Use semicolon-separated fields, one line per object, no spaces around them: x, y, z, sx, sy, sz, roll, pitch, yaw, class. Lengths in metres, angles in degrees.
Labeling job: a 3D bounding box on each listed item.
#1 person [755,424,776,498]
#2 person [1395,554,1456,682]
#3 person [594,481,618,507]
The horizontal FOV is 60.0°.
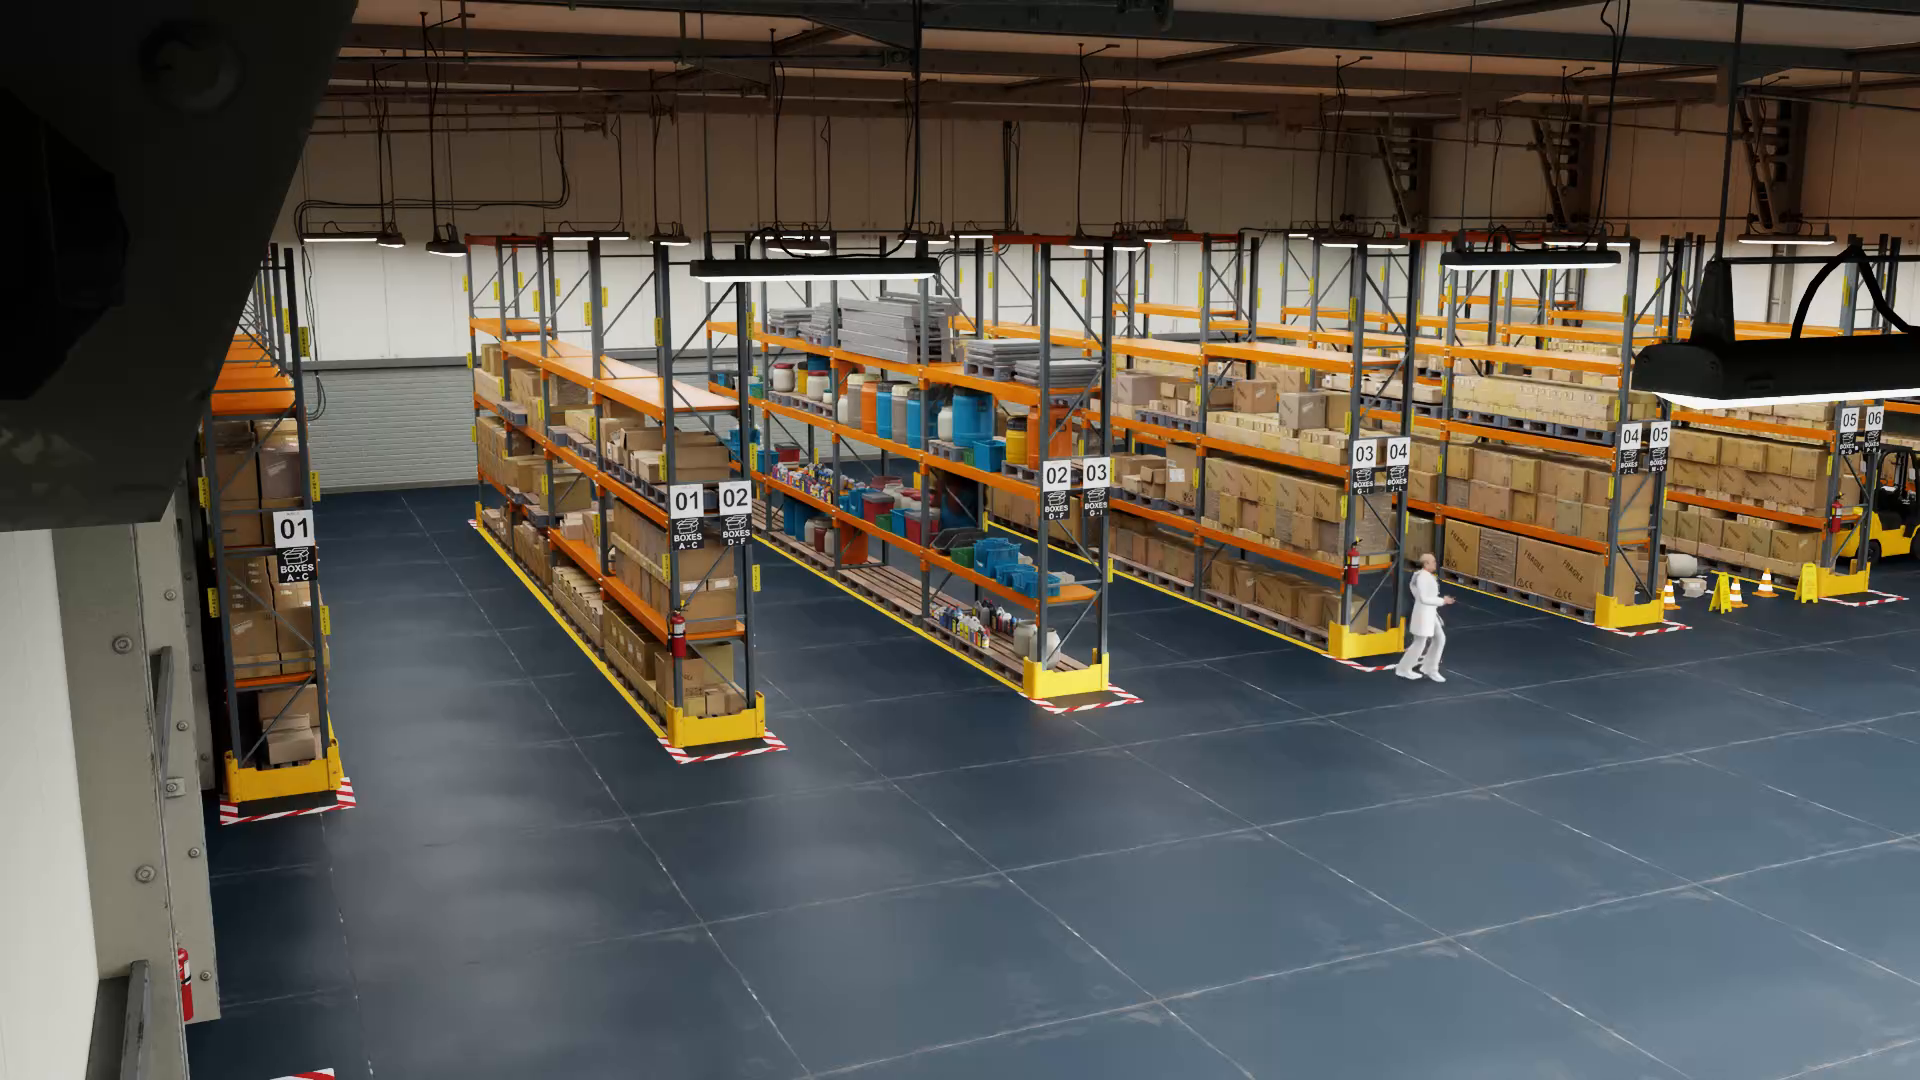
-4.571;-1.743;37.768;0.812;1.781;0.665;-2;11;-11;person
6.423;1.087;22.875;0.761;1.820;0.689;5;12;25;person
-7.421;-1.155;34.757;0.528;1.659;0.640;8;14;37;person
